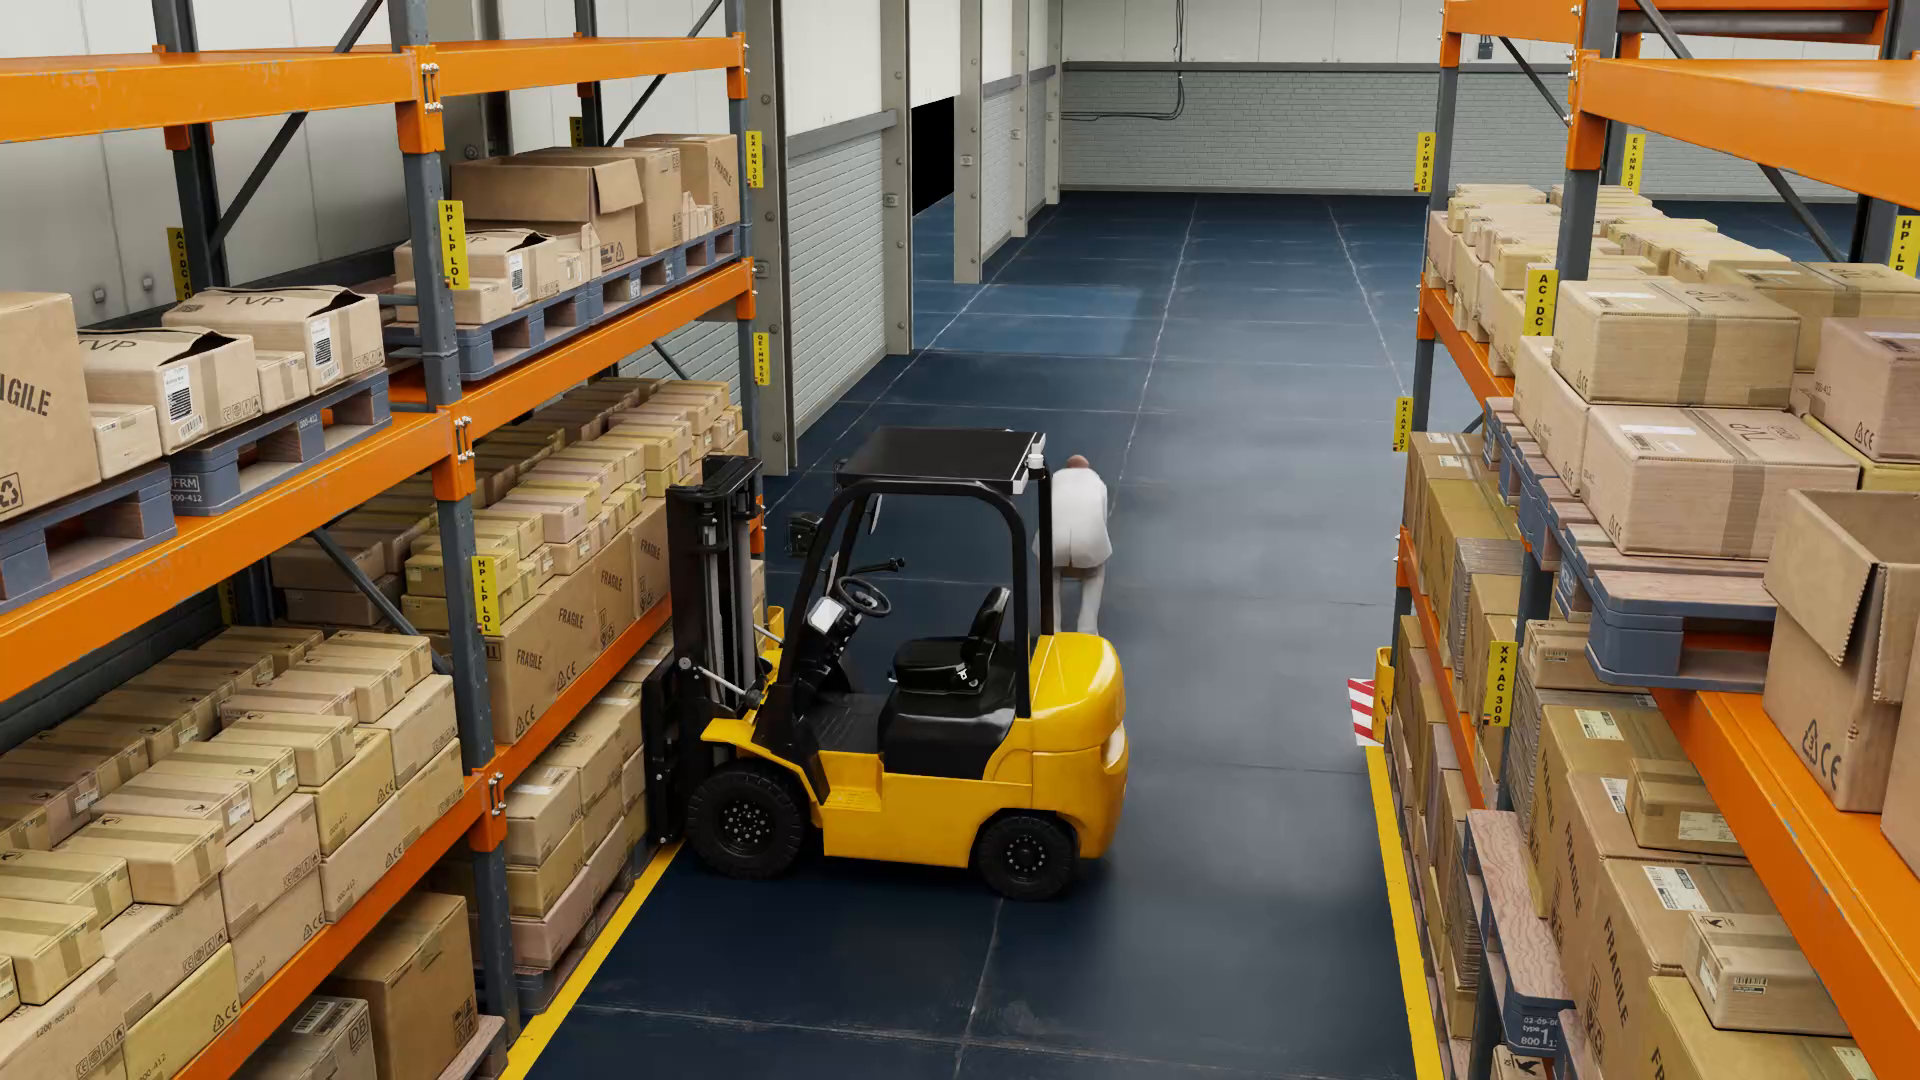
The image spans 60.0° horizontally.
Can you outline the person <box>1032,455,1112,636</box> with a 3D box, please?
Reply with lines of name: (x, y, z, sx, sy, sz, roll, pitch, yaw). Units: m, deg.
person: (0.808, 0.080, 11.805, 0.562, 1.181, 0.939, 2, 18, 7)
